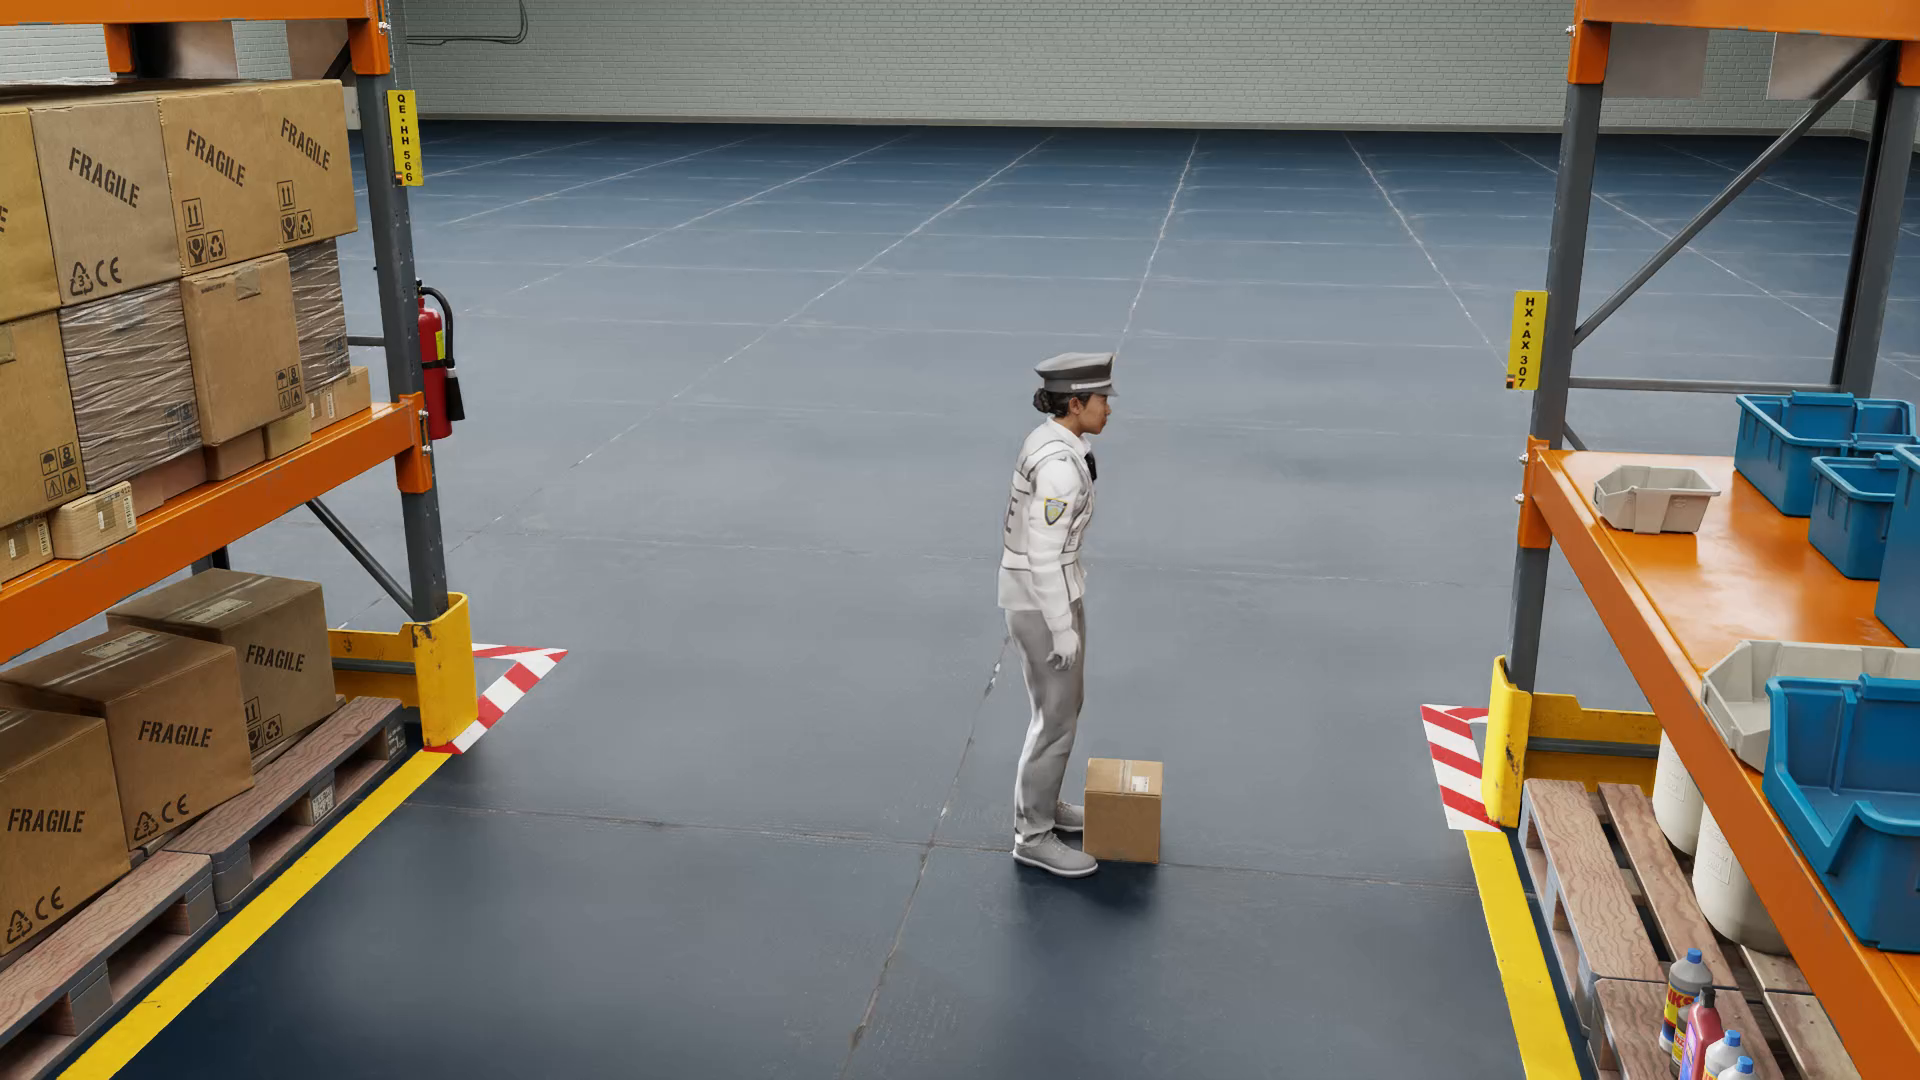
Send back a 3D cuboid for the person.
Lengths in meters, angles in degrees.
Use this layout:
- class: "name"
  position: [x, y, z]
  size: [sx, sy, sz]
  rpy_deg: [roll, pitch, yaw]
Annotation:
- class: "person"
  position: [0.309, 0.217, 5.378]
  size: [0.371, 1.666, 0.547]
  rpy_deg: [2, 18, 6]
